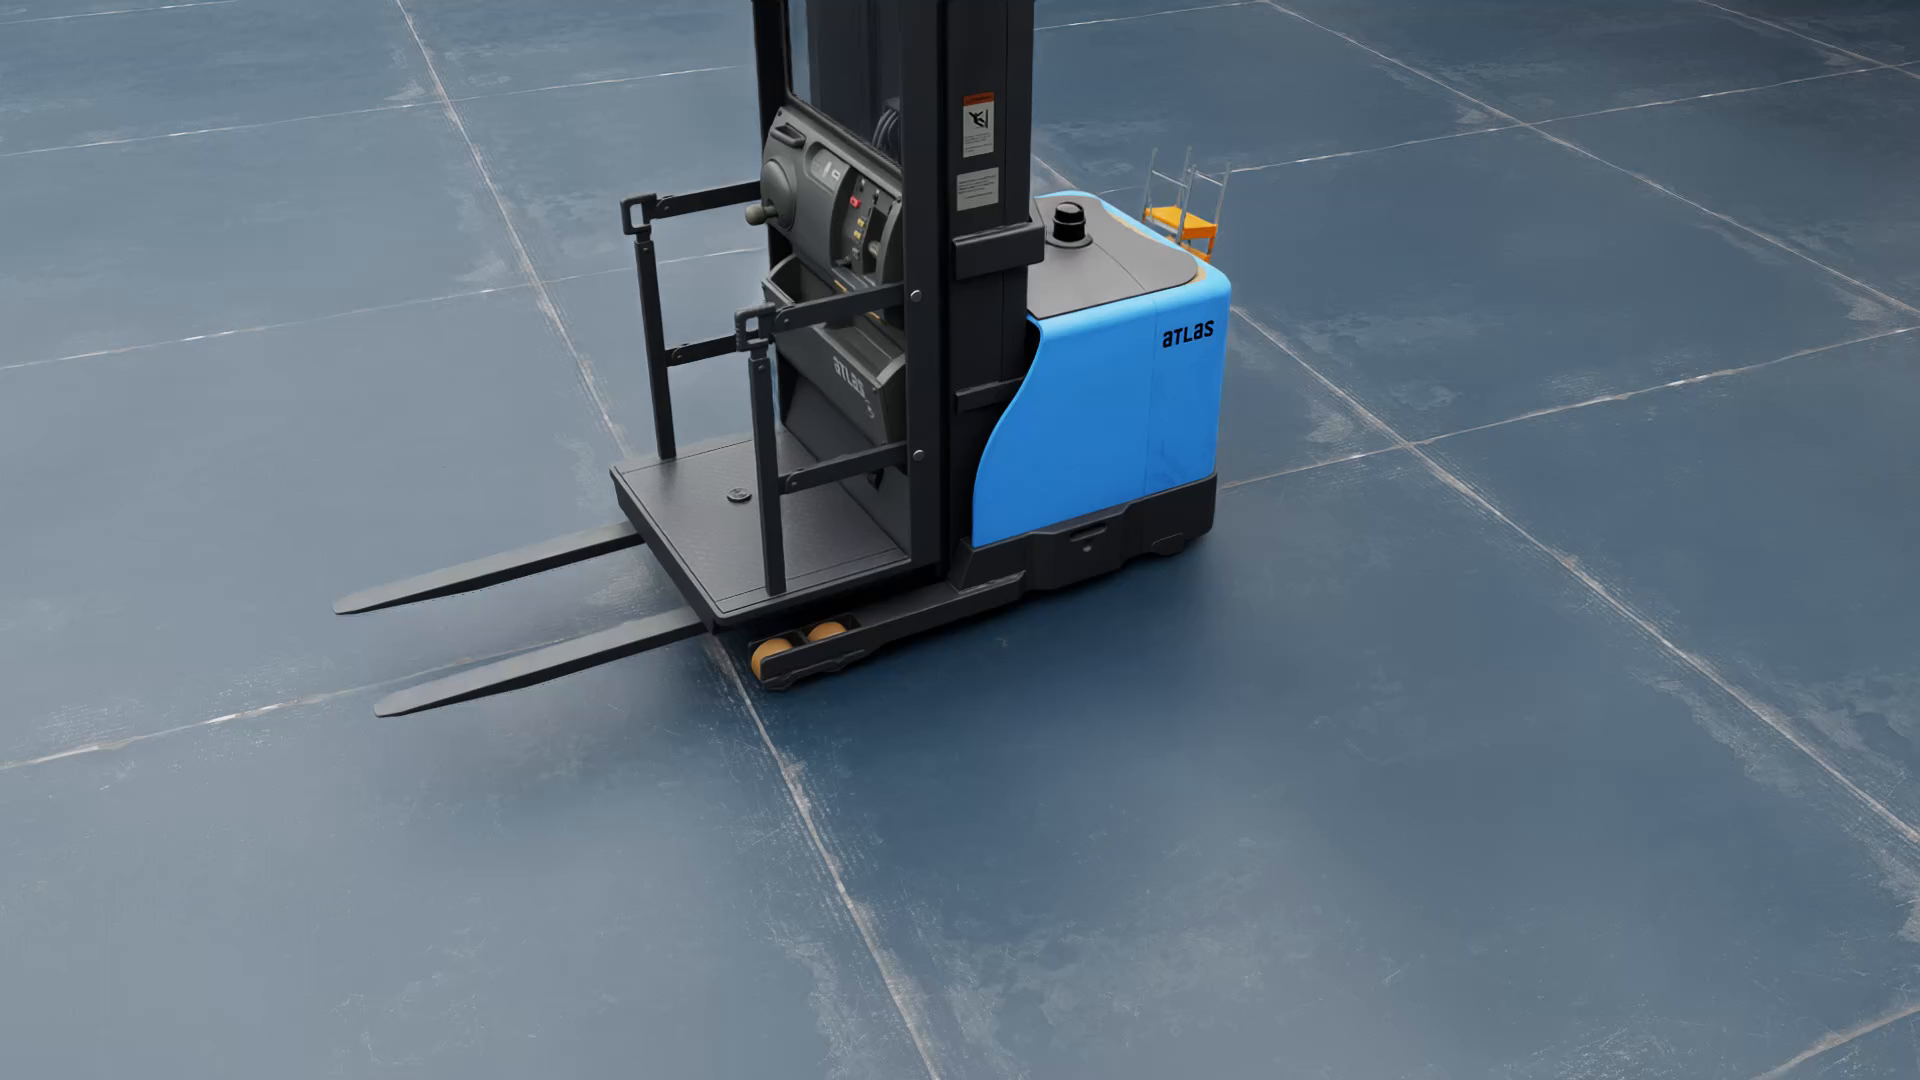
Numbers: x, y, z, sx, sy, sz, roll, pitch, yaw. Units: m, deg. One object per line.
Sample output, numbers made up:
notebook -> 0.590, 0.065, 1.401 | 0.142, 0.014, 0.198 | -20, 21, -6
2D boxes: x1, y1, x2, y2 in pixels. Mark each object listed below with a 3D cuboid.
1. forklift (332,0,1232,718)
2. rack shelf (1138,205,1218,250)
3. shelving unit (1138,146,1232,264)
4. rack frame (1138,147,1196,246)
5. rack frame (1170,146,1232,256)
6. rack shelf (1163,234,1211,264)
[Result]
forklift -> -0.596, -1.065, 5.199 | 3.031, 2.935, 1.130 | -17, 37, -24
rack shelf -> 0.837, -1.202, 6.413 | 0.180, 0.103, 0.258 | -11, 33, -35
shelving unit -> 0.791, -0.924, 6.555 | 0.189, 1.200, 0.258 | -11, 33, -35
rack frame -> 0.717, -0.909, 6.503 | 0.006, 1.200, 0.240 | -11, 33, -35
rack frame -> 0.864, -0.938, 6.607 | 0.006, 1.200, 0.240 | -11, 33, -35
rack shelf -> 0.819, -1.096, 6.467 | 0.180, 0.103, 0.258 | -11, 33, -35
